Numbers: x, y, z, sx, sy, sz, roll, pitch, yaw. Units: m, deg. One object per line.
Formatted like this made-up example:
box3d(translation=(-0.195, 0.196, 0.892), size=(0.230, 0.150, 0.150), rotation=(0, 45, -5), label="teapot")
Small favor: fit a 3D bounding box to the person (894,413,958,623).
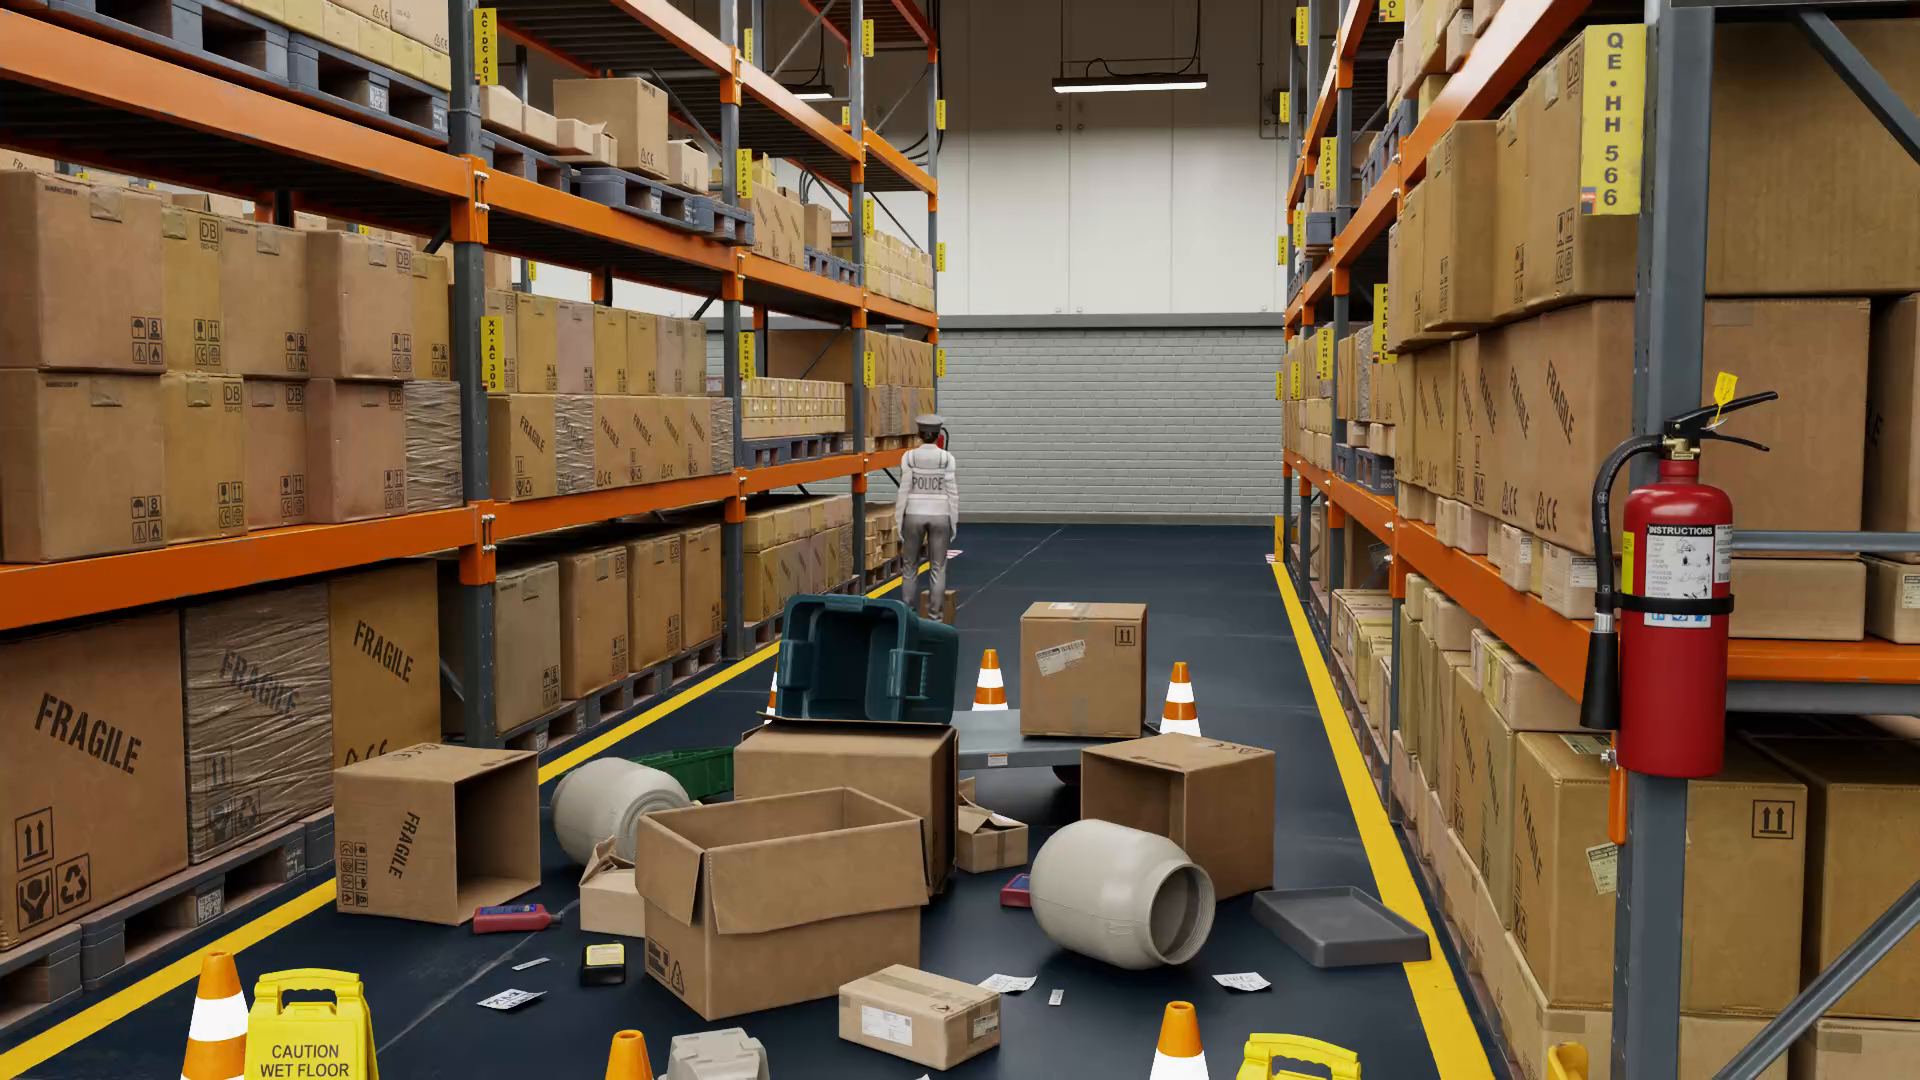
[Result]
box3d(translation=(-0.258, -0.149, 13.007), size=(0.494, 1.679, 0.533), rotation=(0, 5, 1), label="person")
